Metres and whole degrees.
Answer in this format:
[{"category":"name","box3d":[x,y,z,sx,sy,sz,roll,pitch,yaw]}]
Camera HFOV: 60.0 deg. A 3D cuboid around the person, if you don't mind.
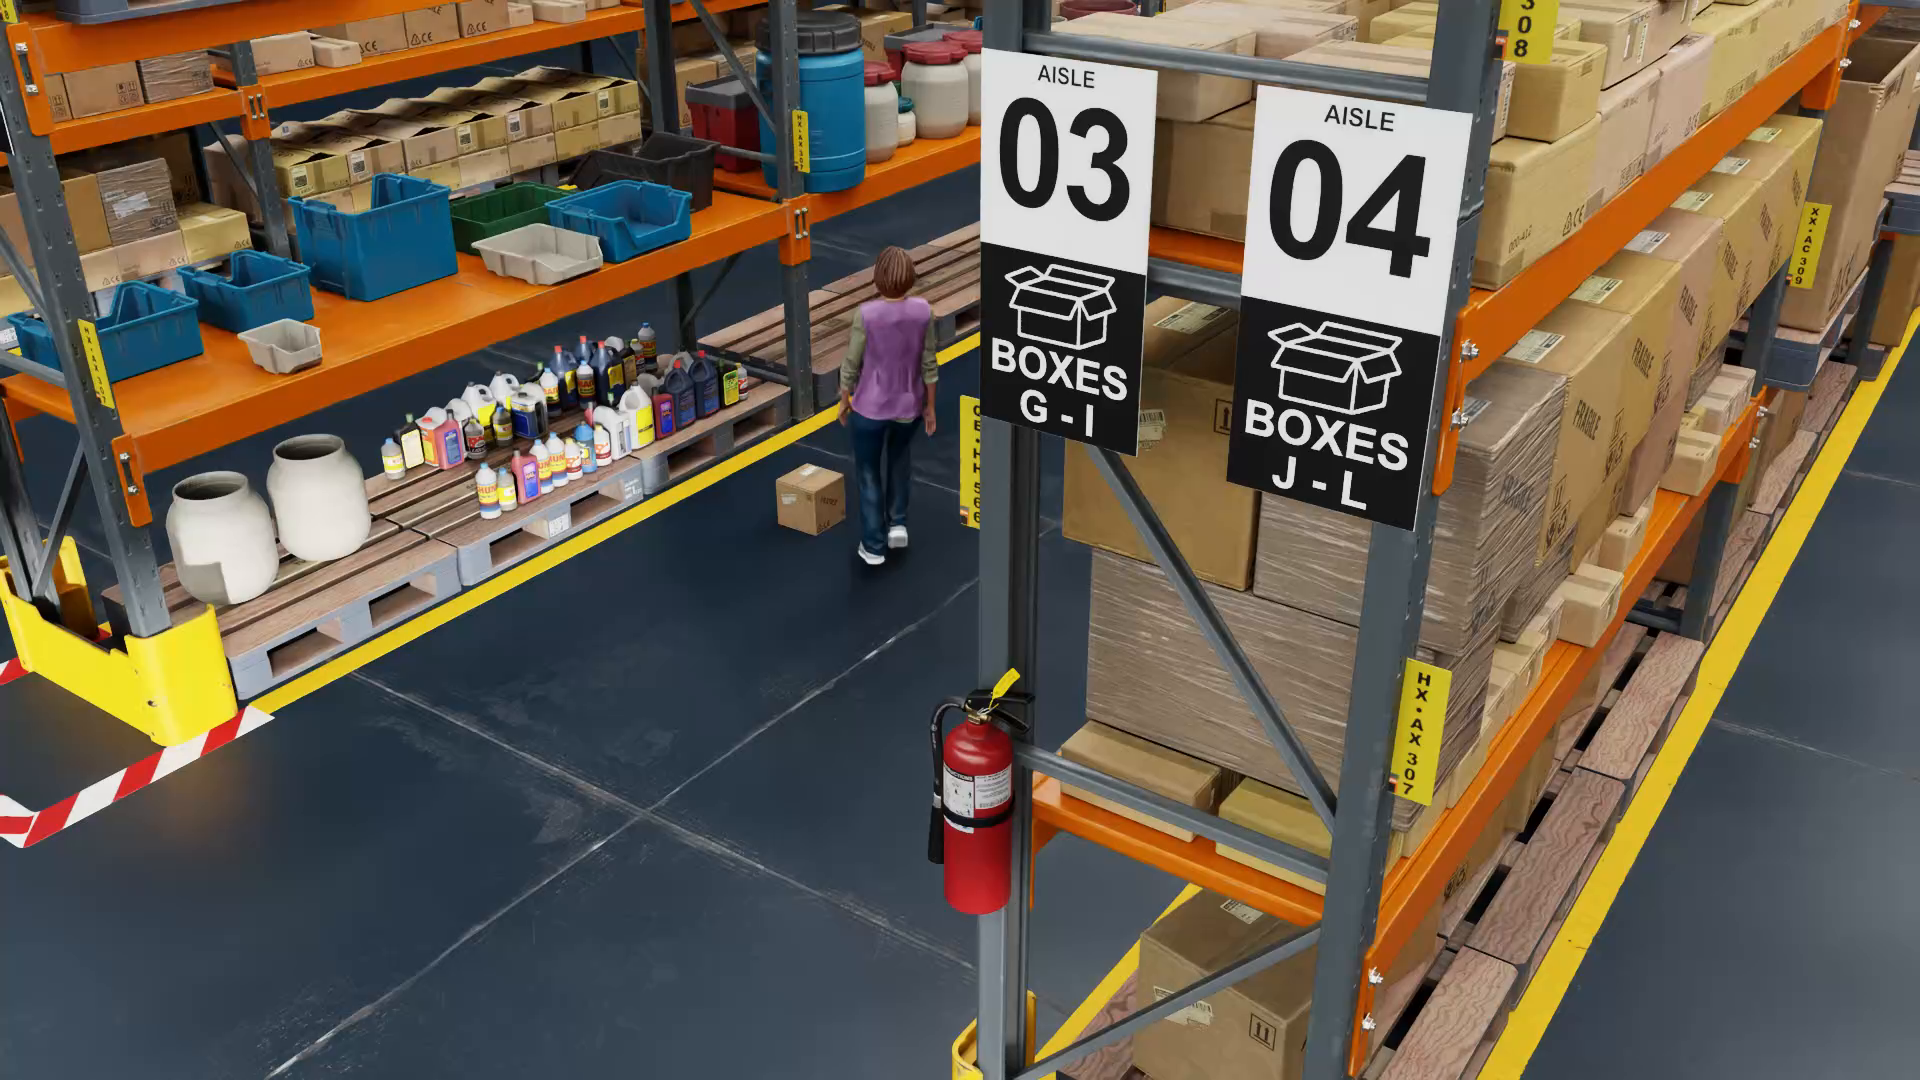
[{"category":"person","box3d":[-0.337,-0.613,7.788,0.441,1.604,0.344,-9,29,-16]}]
